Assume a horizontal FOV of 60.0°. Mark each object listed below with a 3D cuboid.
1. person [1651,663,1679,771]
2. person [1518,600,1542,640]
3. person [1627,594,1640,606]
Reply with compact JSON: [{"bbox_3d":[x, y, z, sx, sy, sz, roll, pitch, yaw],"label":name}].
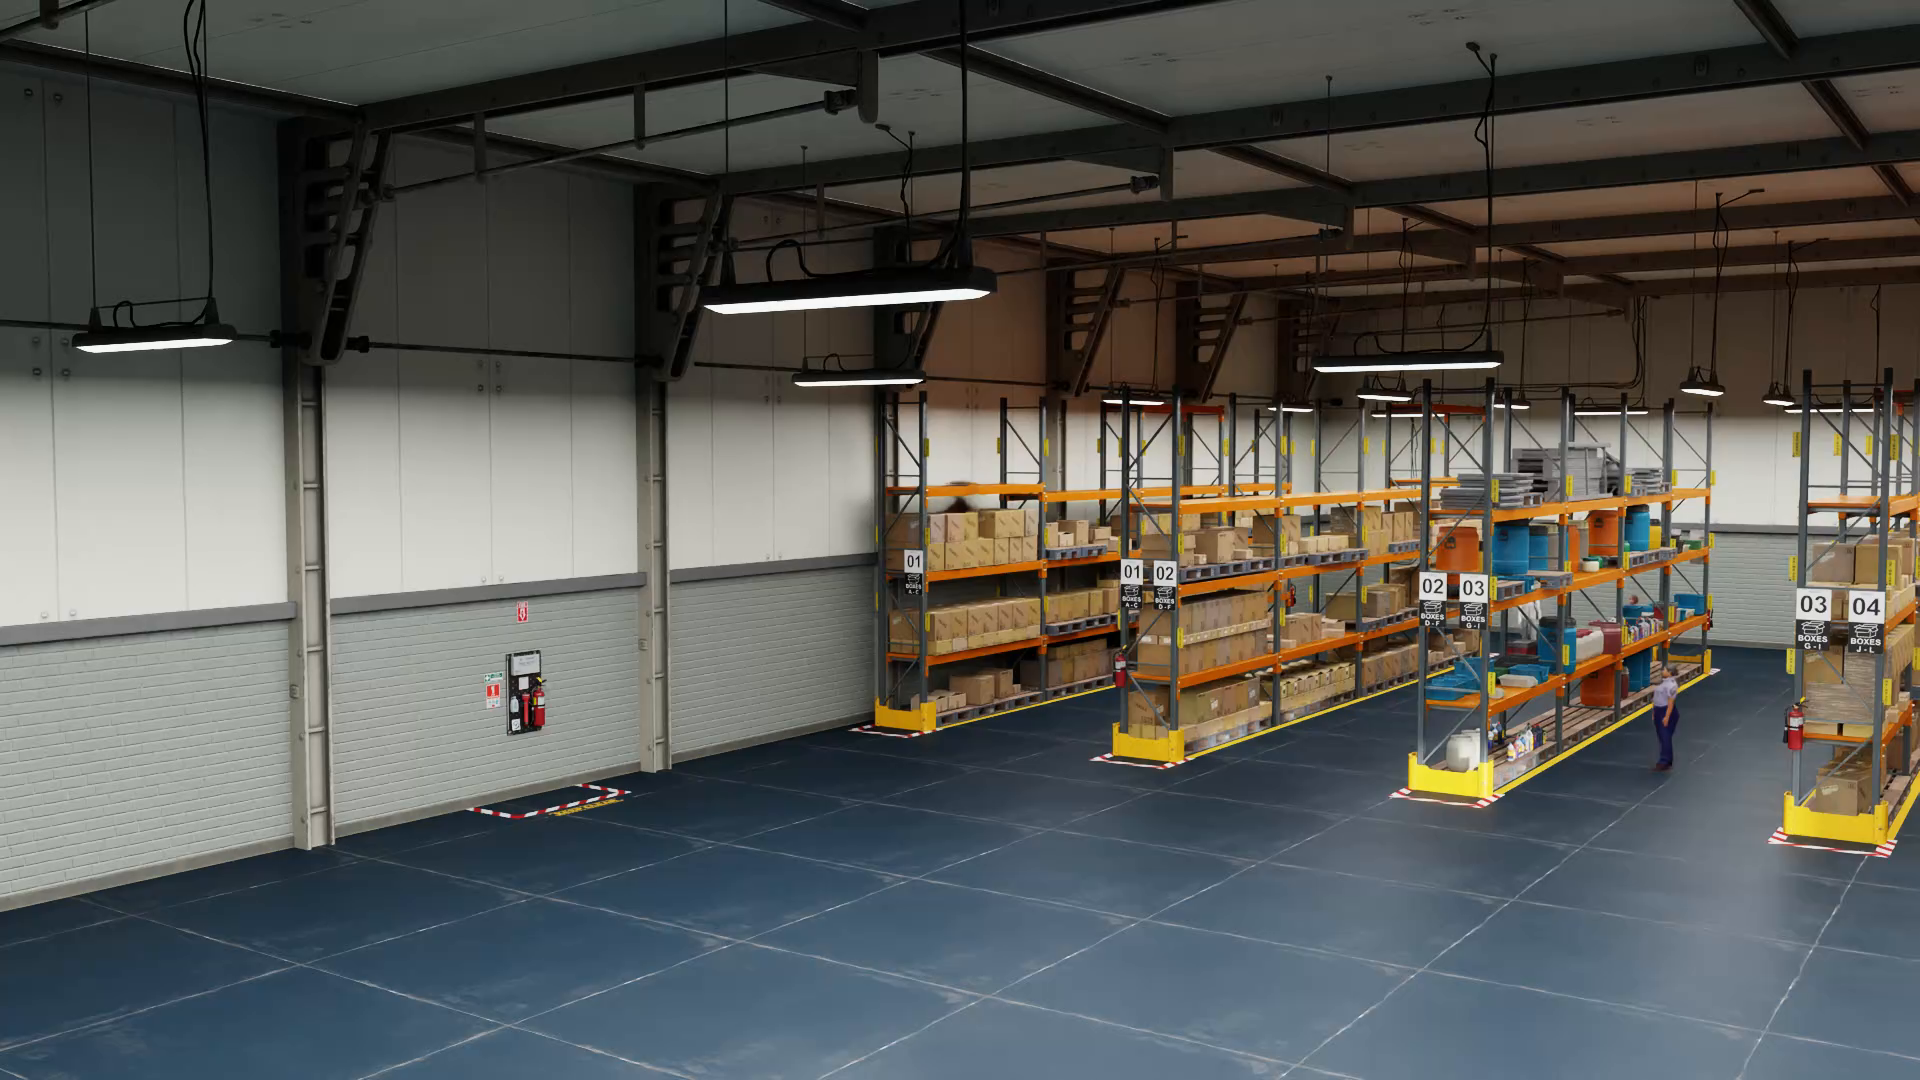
[{"bbox_3d":[10.959,2.756,25.921,0.509,1.670,0.488,-1,3,-10],"label":"person"},{"bbox_3d":[13.881,1.937,40.478,0.561,1.641,0.939,1,3,15],"label":"person"},{"bbox_3d":[15.760,2.048,39.026,0.461,1.553,0.955,2,4,32],"label":"person"}]
